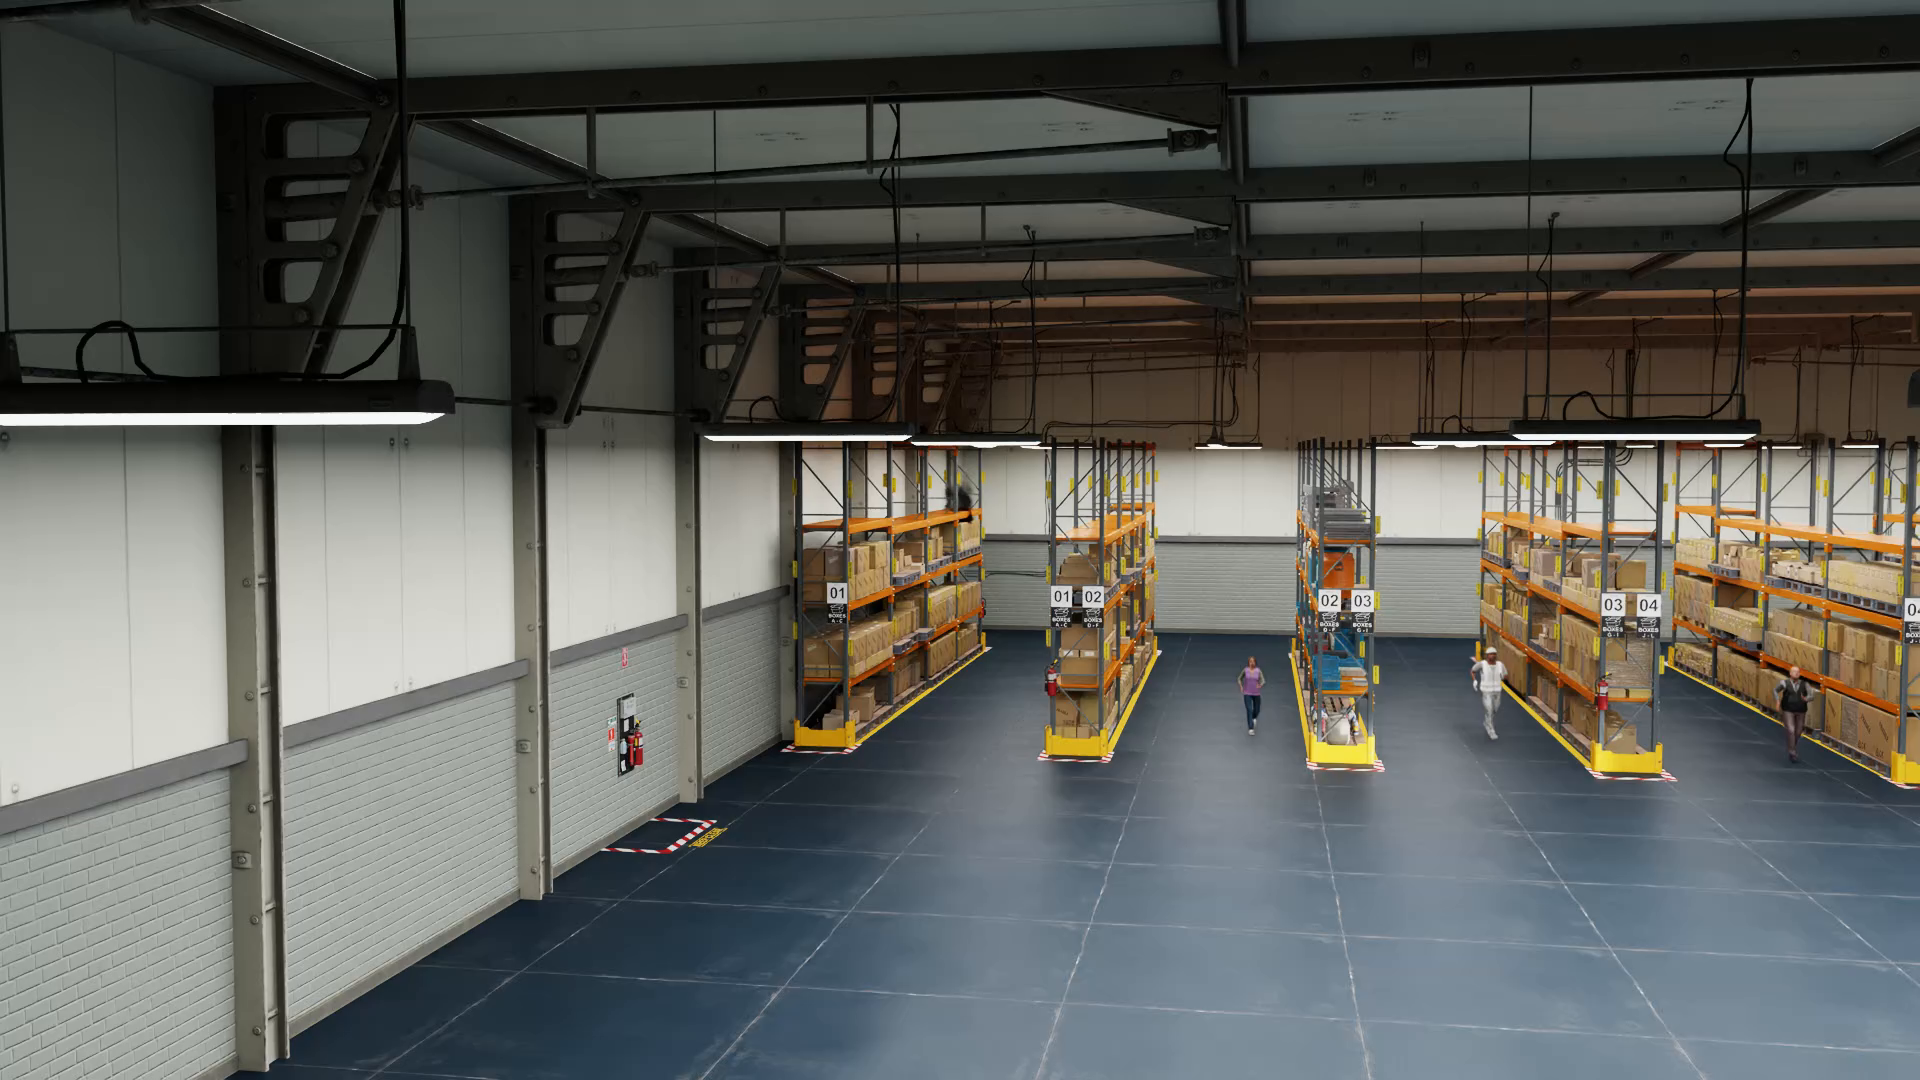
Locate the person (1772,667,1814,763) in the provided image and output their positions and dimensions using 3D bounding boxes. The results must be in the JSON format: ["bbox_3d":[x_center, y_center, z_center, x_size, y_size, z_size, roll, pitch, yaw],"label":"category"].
[{"bbox_3d":[15.447,3.204,30.802,0.657,1.717,0.947,1,3,12],"label":"person"}]

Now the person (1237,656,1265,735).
[{"bbox_3d":[5.928,3.147,33.853,0.546,1.561,0.734,0,3,5],"label":"person"}]

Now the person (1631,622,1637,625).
[{"bbox_3d":[18.317,2.476,45.461,0.529,1.677,0.750,-1,3,-17],"label":"person"}]

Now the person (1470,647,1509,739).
[{"bbox_3d":[10.644,3.035,33.327,0.680,1.777,0.987,0,3,-4],"label":"person"}]
